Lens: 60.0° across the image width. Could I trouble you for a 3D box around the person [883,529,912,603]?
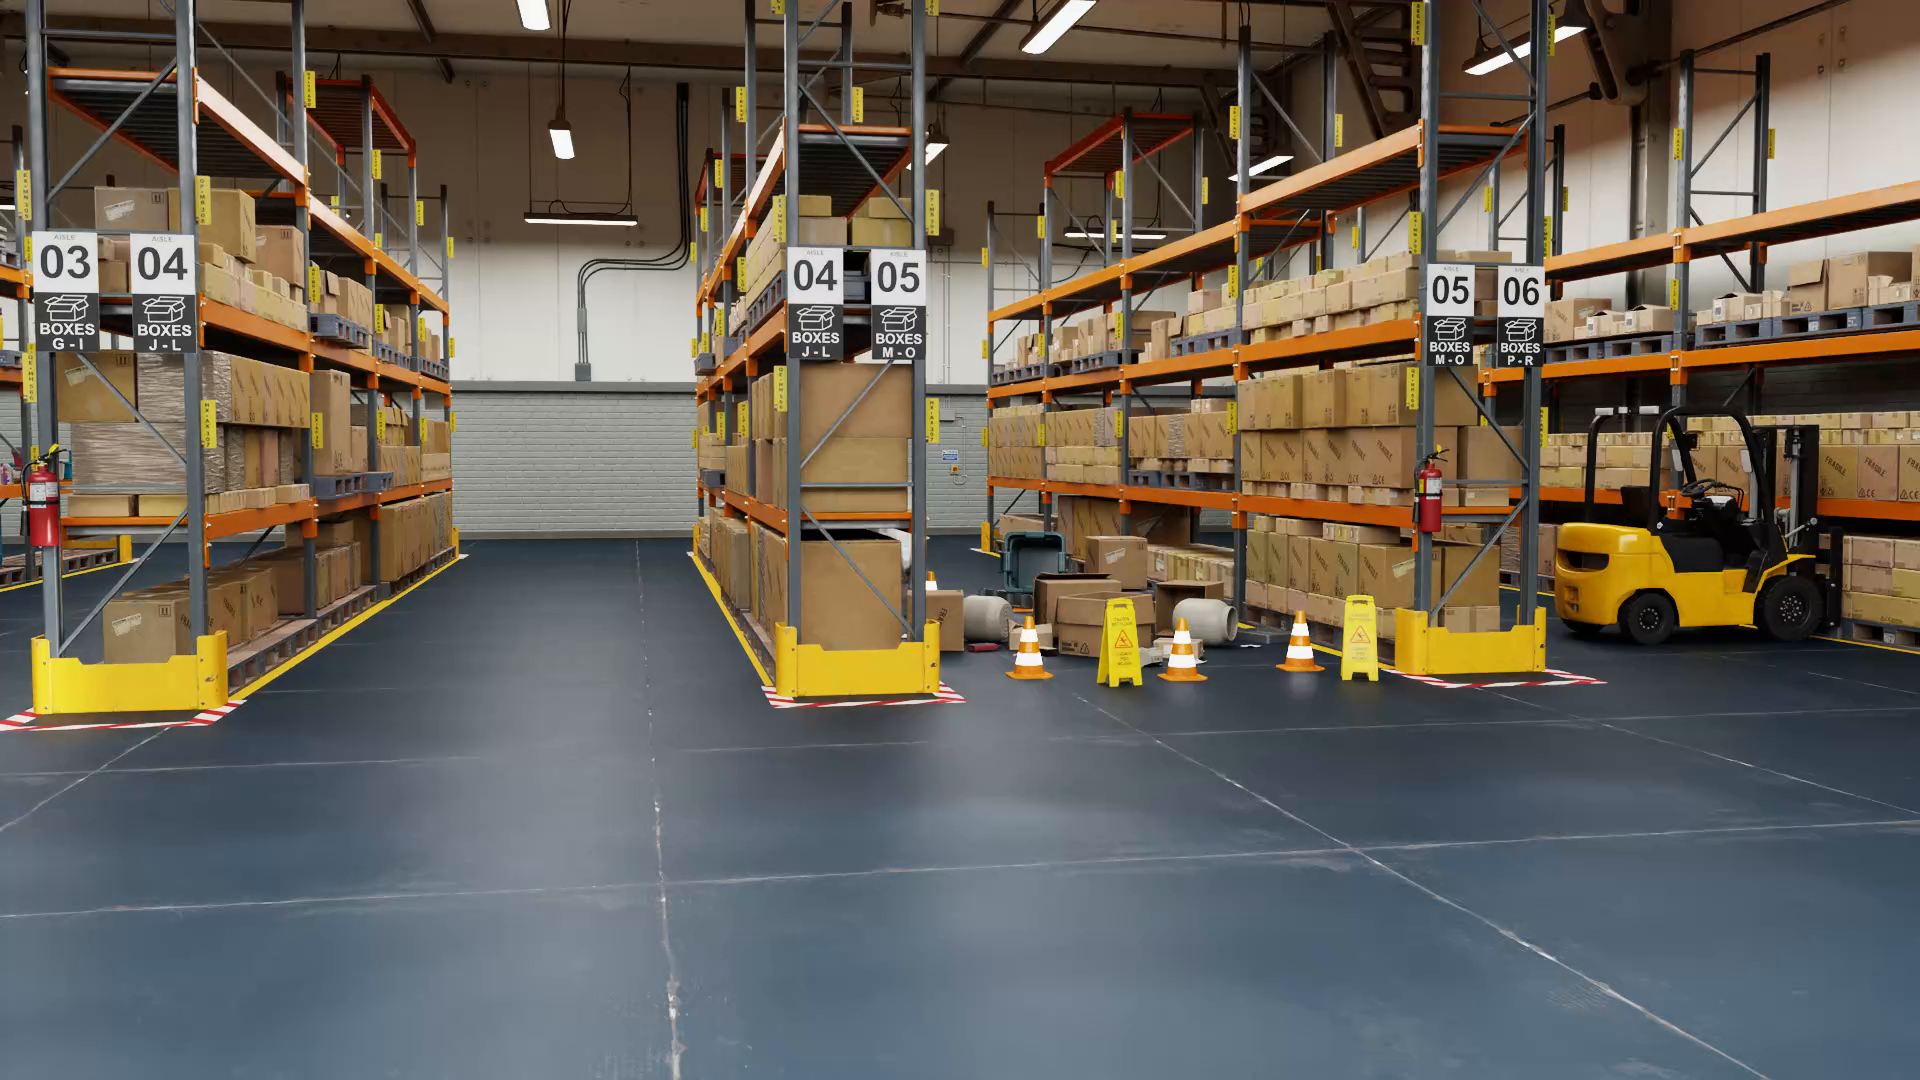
[{"bbox_3d":[-0.700,0.241,19.128,0.488,0.975,0.820,-1,3,-12],"label":"person"}]
